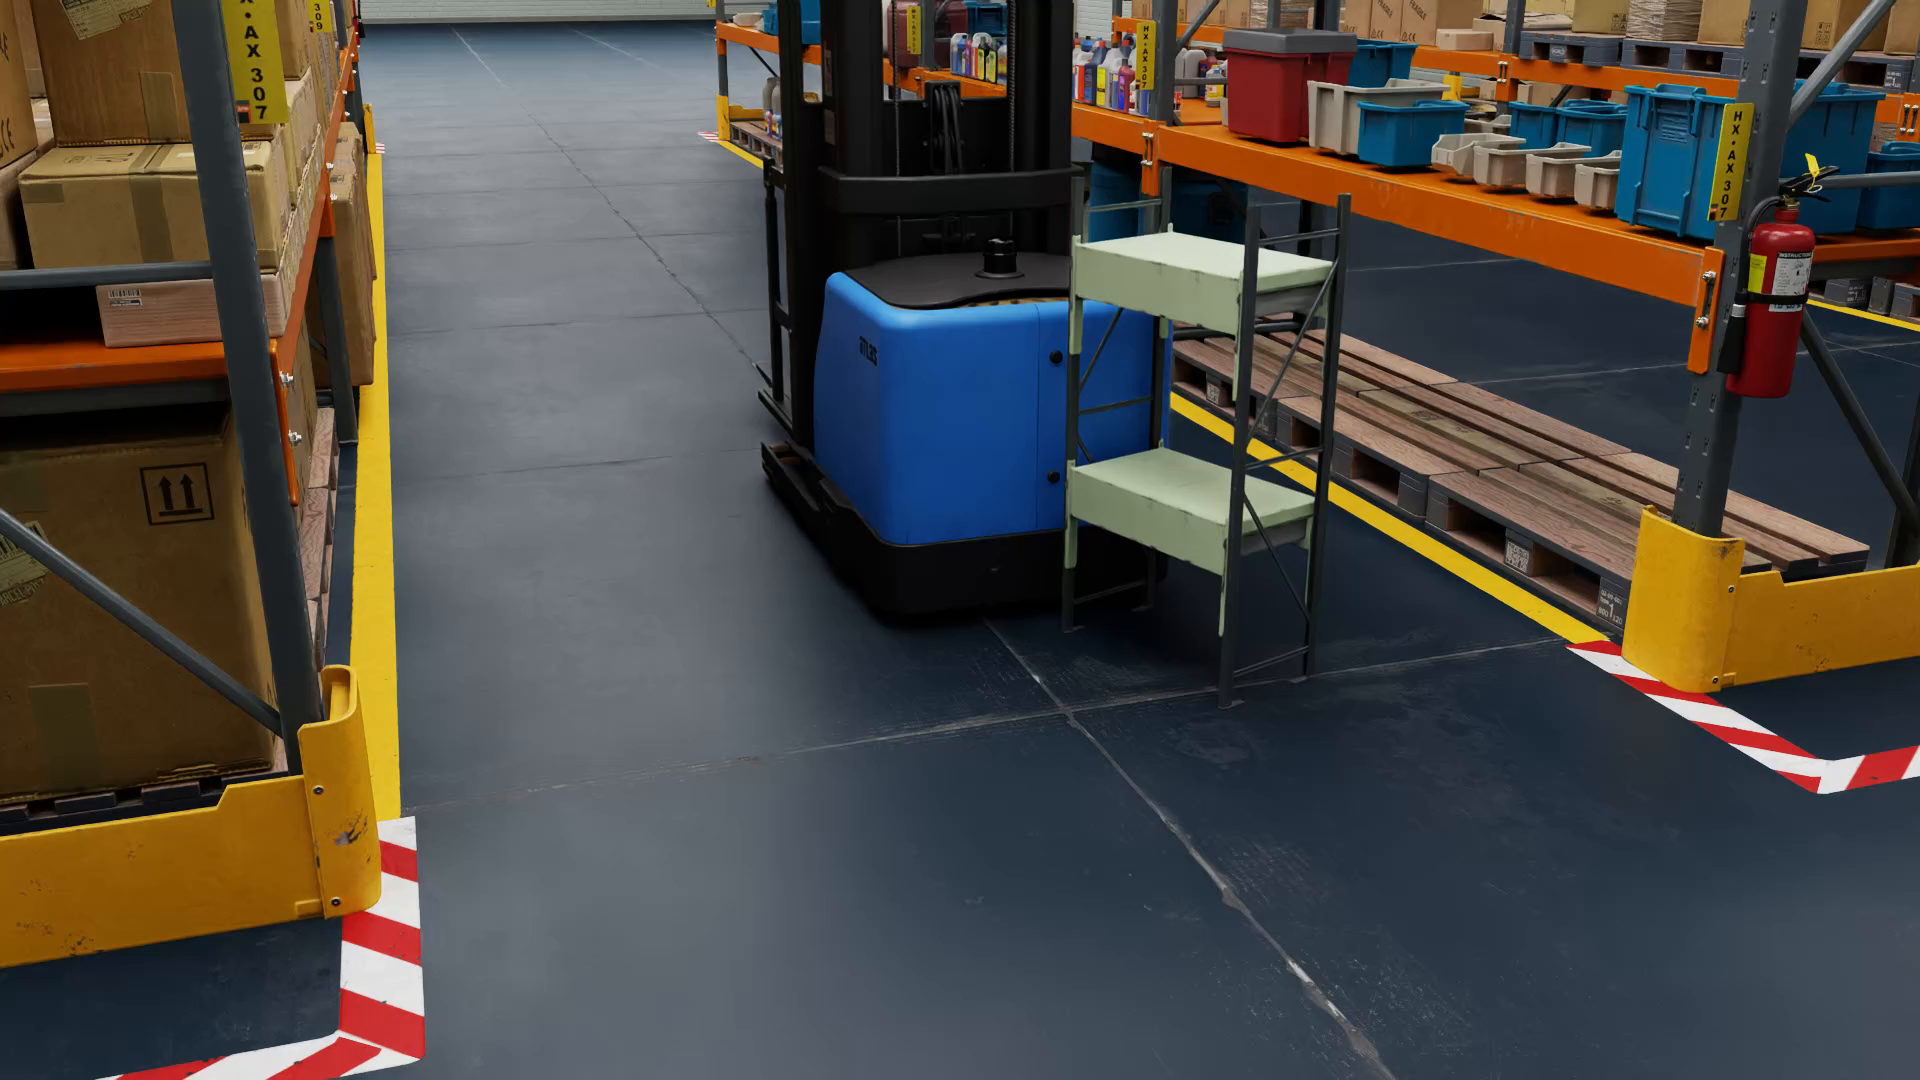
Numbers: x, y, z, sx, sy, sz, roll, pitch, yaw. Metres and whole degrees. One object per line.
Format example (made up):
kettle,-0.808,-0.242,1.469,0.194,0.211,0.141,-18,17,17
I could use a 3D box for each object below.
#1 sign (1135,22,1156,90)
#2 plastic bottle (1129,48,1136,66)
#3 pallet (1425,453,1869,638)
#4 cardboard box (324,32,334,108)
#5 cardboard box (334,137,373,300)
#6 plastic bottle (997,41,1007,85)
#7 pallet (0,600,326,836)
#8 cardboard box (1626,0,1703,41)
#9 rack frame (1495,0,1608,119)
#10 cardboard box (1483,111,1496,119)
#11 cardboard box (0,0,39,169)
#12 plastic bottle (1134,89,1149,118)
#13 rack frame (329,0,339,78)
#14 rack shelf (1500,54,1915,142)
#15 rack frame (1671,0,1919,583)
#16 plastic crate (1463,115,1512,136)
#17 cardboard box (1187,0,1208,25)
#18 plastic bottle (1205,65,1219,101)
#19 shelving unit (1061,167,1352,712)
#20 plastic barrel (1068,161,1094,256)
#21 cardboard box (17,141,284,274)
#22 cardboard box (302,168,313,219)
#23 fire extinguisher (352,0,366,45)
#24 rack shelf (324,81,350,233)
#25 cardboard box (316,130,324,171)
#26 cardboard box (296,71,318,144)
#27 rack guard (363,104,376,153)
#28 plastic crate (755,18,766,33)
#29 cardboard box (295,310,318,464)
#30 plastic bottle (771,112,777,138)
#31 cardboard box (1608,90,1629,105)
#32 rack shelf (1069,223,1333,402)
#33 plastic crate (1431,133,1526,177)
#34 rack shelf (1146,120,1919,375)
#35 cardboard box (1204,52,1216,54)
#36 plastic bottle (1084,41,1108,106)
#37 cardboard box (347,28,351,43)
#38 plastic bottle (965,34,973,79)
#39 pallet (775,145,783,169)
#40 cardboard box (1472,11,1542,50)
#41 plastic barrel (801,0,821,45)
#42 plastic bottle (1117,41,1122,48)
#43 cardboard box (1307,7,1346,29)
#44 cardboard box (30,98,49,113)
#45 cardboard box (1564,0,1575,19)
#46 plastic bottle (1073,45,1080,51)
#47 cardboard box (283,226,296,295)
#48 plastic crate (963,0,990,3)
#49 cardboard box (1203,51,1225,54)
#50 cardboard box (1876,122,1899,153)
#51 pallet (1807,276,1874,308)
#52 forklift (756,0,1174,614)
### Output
sign,0.924,-2.413,8.289,0.100,0.325,0.005,-6,21,-17
plastic bottle,0.984,-2.593,9.272,0.144,0.351,0.185,-6,21,-17
pallet,2.482,-0.014,6.143,1.003,0.211,1.213,-6,21,-17
cardboard box,-3.804,-2.686,9.311,0.500,0.500,0.500,-7,21,-19
cardboard box,-4.042,-1.786,9.472,1.225,0.875,0.875,-6,21,-17
plastic bottle,0.289,-3.085,10.760,0.097,0.271,0.097,0,20,0
pallet,-2.323,0.533,4.620,1.003,0.211,1.213,-6,21,-17
cardboard box,5.305,-3.891,12.042,0.700,0.500,0.500,-3,20,-7
rack frame,4.893,-4.150,13.532,1.000,3.000,0.127,-6,21,-17
cardboard box,4.834,-3.684,14.853,0.500,0.311,0.500,-7,21,-19
cardboard box,-2.400,-1.082,3.664,0.500,0.500,0.500,-6,21,-17
plastic bottle,1.016,-2.375,8.774,0.152,0.276,0.135,-6,21,-17
rack frame,-4.512,-3.098,10.605,1.000,3.000,0.127,-6,21,-17
rack shelf,5.522,-3.169,11.867,1.077,0.370,4.000,-6,21,-17
rack frame,2.704,-1.057,4.923,1.000,3.000,0.127,-6,21,-17
plastic crate,2.280,-1.718,7.064,0.293,0.136,0.466,-6,21,-17
cardboard box,3.003,-6.116,18.860,0.700,0.500,0.500,-6,21,-16
plastic bottle,1.477,-2.657,9.669,0.097,0.201,0.097,0,20,0
shelving unit,0.723,-0.334,5.126,0.431,1.500,0.755,-14,24,-34
plastic barrel,0.715,-2.170,10.966,0.600,0.588,0.708,-6,21,-17
cardboard box,-1.892,-0.783,3.942,0.500,0.250,0.500,-7,21,-19
cardboard box,-2.365,-1.139,5.523,0.380,0.149,0.250,-6,21,-16
fire extinguisher,-6.625,-5.715,18.004,0.296,0.674,0.183,-6,21,-17
rack shelf,-3.883,-2.118,8.940,1.077,0.370,4.000,-6,21,-17
cardboard box,-2.767,-1.551,6.668,0.380,0.149,0.250,-6,21,-16
cardboard box,-2.702,-1.605,6.228,0.500,0.250,0.500,-6,21,-16
rack guard,-7.003,-4.465,18.107,1.175,0.500,0.348,-6,21,-17
plastic crate,-1.818,-5.278,17.065,0.530,0.136,0.437,-6,21,-17
cardboard box,-3.123,-0.792,6.706,0.875,0.875,0.875,-6,21,-17
plastic bottle,-1.943,-4.390,17.587,0.097,0.271,0.097,0,20,0
cardboard box,7.973,-5.320,19.838,0.500,0.500,0.500,-8,21,-21
rack shelf,0.723,-0.701,4.994,0.431,0.370,0.720,-14,24,-34
plastic crate,1.977,-1.478,6.396,0.298,0.136,0.250,-6,21,-17
rack shelf,2.076,-1.361,6.831,1.077,0.370,4.000,-6,21,-17
cardboard box,2.665,-5.458,19.513,0.500,0.500,0.500,-6,21,-17
plastic bottle,0.789,-2.637,9.395,0.144,0.351,0.185,-6,21,-17
cardboard box,-5.850,-4.687,15.401,0.380,0.149,0.250,-6,21,-17
plastic bottle,0.079,-3.286,11.301,0.061,0.283,0.133,-6,21,-17
pallet,-1.239,-3.816,16.728,1.003,0.211,1.213,-6,21,-17
cardboard box,4.796,-4.415,14.404,0.500,0.311,0.500,-7,21,-18
plastic barrel,-1.234,-4.988,15.125,0.600,0.901,0.708,-6,21,-17
plastic bottle,1.003,-3.044,10.626,0.061,0.283,0.133,-6,21,-17
cardboard box,3.832,-5.209,16.704,0.500,0.250,0.500,-5,20,-14
cardboard box,-2.889,-1.221,5.160,0.500,0.250,0.500,-6,21,-17
cardboard box,7.580,-6.340,19.823,0.500,0.250,0.500,-7,21,-18
plastic bottle,0.813,-3.334,11.554,0.097,0.201,0.097,0,20,0
cardboard box,-1.959,-0.726,4.373,0.380,0.149,0.250,-7,21,-18
plastic crate,-0.028,-4.206,13.594,0.402,0.464,0.583,-6,21,-17
cardboard box,3.158,-5.514,19.667,0.500,0.500,0.500,-6,21,-17
cardboard box,9.319,-3.933,15.977,0.700,0.500,0.500,-6,21,-16
pallet,5.859,-1.811,11.146,1.003,0.211,1.213,-6,21,-17
forklift,-0.211,-1.598,6.529,1.130,2.935,3.031,-6,21,-17
